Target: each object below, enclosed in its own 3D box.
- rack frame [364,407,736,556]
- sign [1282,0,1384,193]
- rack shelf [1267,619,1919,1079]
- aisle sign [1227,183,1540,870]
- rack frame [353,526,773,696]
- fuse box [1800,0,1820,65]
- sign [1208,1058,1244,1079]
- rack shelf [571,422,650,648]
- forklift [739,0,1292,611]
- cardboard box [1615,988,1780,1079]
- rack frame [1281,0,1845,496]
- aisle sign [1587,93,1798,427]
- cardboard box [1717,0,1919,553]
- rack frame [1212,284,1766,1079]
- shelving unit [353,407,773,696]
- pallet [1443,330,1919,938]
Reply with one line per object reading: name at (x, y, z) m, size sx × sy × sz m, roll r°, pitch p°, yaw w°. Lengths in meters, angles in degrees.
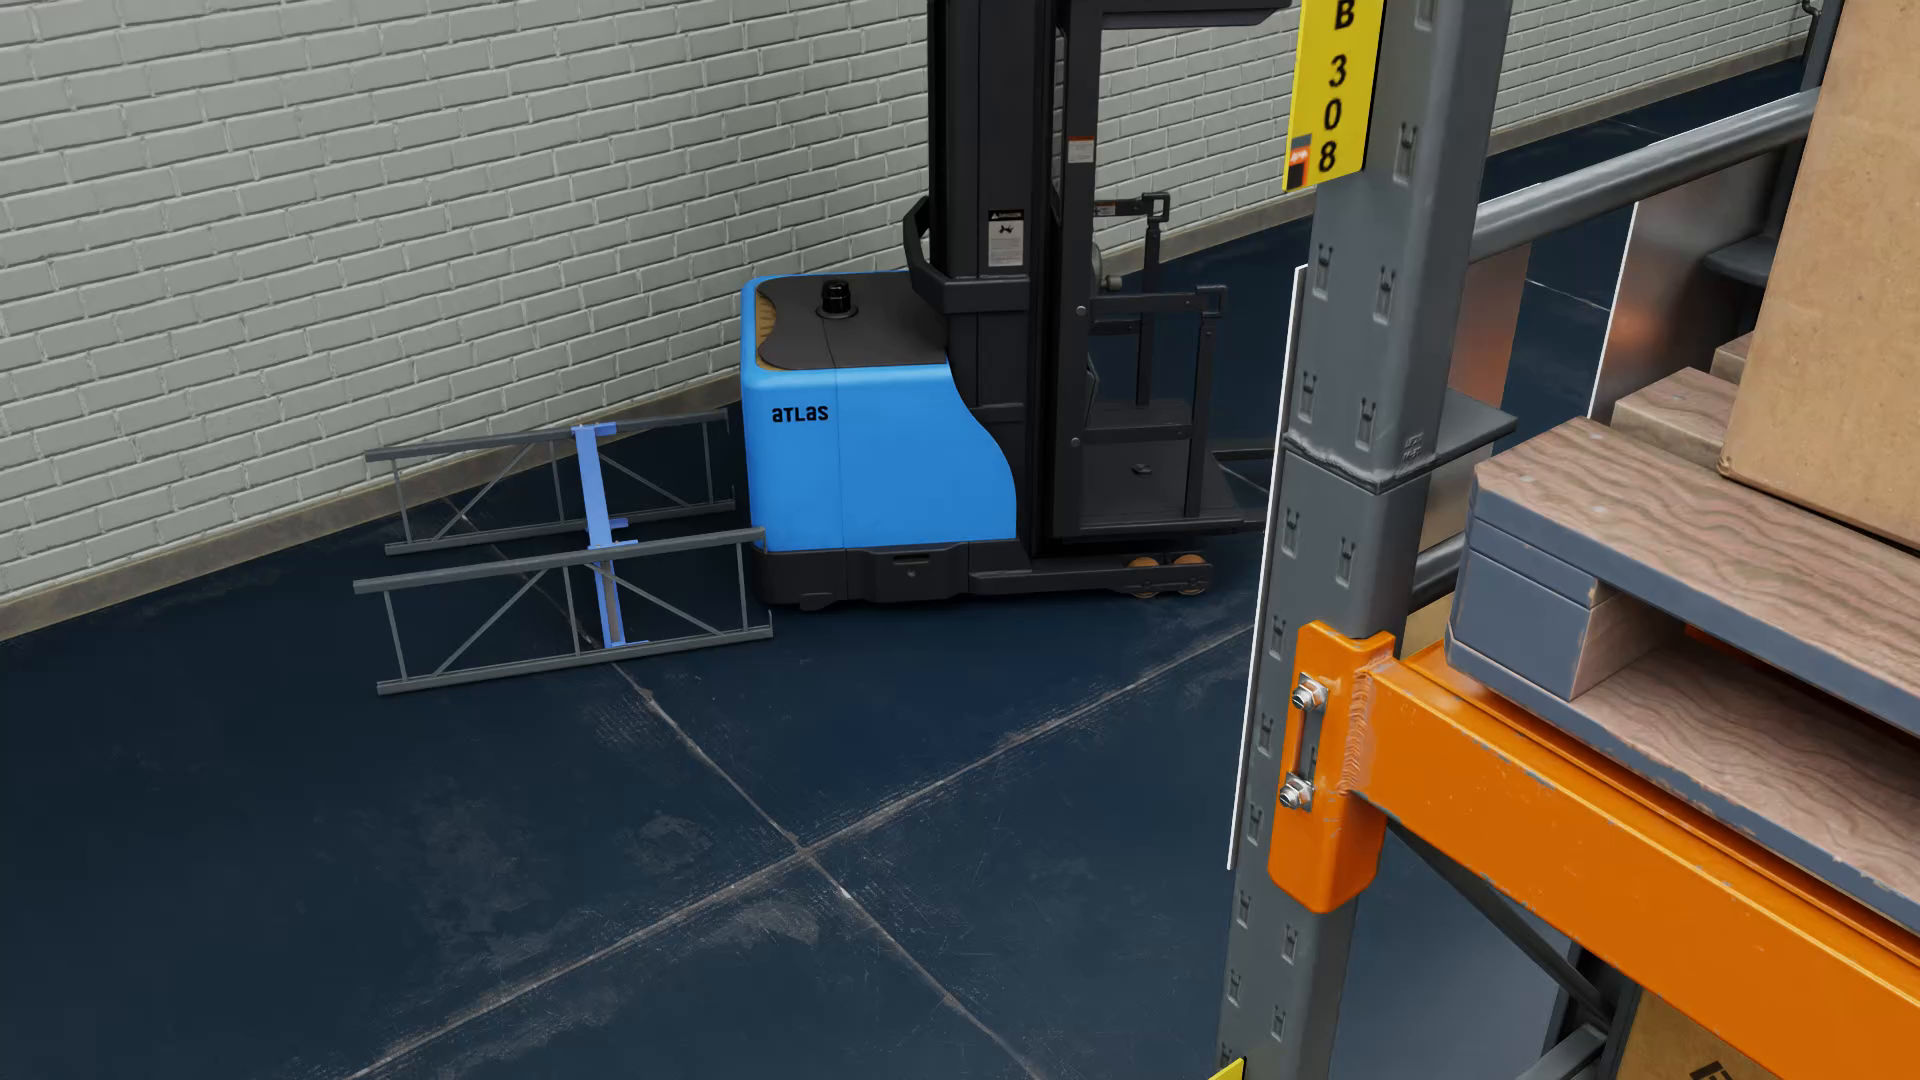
rack frame at (-1.729, -0.252, 7.146) m, size 1.500 × 0.500 × 0.032 m, roll -8°, pitch 33°, yaw -12°
sign at (0.323, -0.459, 1.400) m, size 0.100 × 0.325 × 0.005 m, roll -22°, pitch 38°, yaw -31°
rack shelf at (1.992, 0.908, 0.784) m, size 1.077 × 0.370 × 4.000 m, roll -22°, pitch 38°, yaw -31°
aisle sign at (0.484, 0.006, 1.934) m, size 0.394 × 0.787 × 0.004 m, roll -22°, pitch 38°, yaw -31°
rack frame at (-1.470, 0.266, 6.311) m, size 1.500 × 0.500 × 0.032 m, roll -8°, pitch 33°, yaw -12°
fuse box at (6.866, -4.577, 12.998) m, size 0.539 × 1.711 × 0.414 m, roll -22°, pitch 38°, yaw -31°
sign at (0.323, 0.819, 2.193) m, size 0.100 × 0.325 × 0.005 m, roll -22°, pitch 38°, yaw -31°
rack shelf at (-1.426, -0.017, 6.767) m, size 0.185 × 0.538 × 1.000 m, roll -8°, pitch 33°, yaw -12°
forklift at (0.619, -1.281, 6.534) m, size 3.031 × 2.935 × 1.130 m, roll -3°, pitch 32°, yaw -5°
cardboard box at (1.272, 0.780, 2.301) m, size 0.500 × 0.500 × 0.500 m, roll -22°, pitch 38°, yaw -31°
rack frame at (0.766, -1.505, 1.145) m, size 1.000 × 3.000 × 0.127 m, roll -22°, pitch 38°, yaw -31°
aisle sign at (0.958, -0.188, 2.246) m, size 0.394 × 0.787 × 0.004 m, roll -22°, pitch 38°, yaw -31°
cardboard box at (1.127, -0.295, 1.452) m, size 0.700 × 0.500 × 0.500 m, roll -25°, pitch 40°, yaw -34°
rack frame at (0.766, 1.043, 2.728) m, size 1.000 × 3.000 × 0.127 m, roll -22°, pitch 38°, yaw -31°
shelving unit at (-1.600, 0.007, 6.728) m, size 1.500 × 0.538 × 1.048 m, roll -8°, pitch 33°, yaw -12°
pallet at (1.229, 0.112, 1.467) m, size 1.003 × 0.211 × 1.213 m, roll -22°, pitch 38°, yaw -31°
